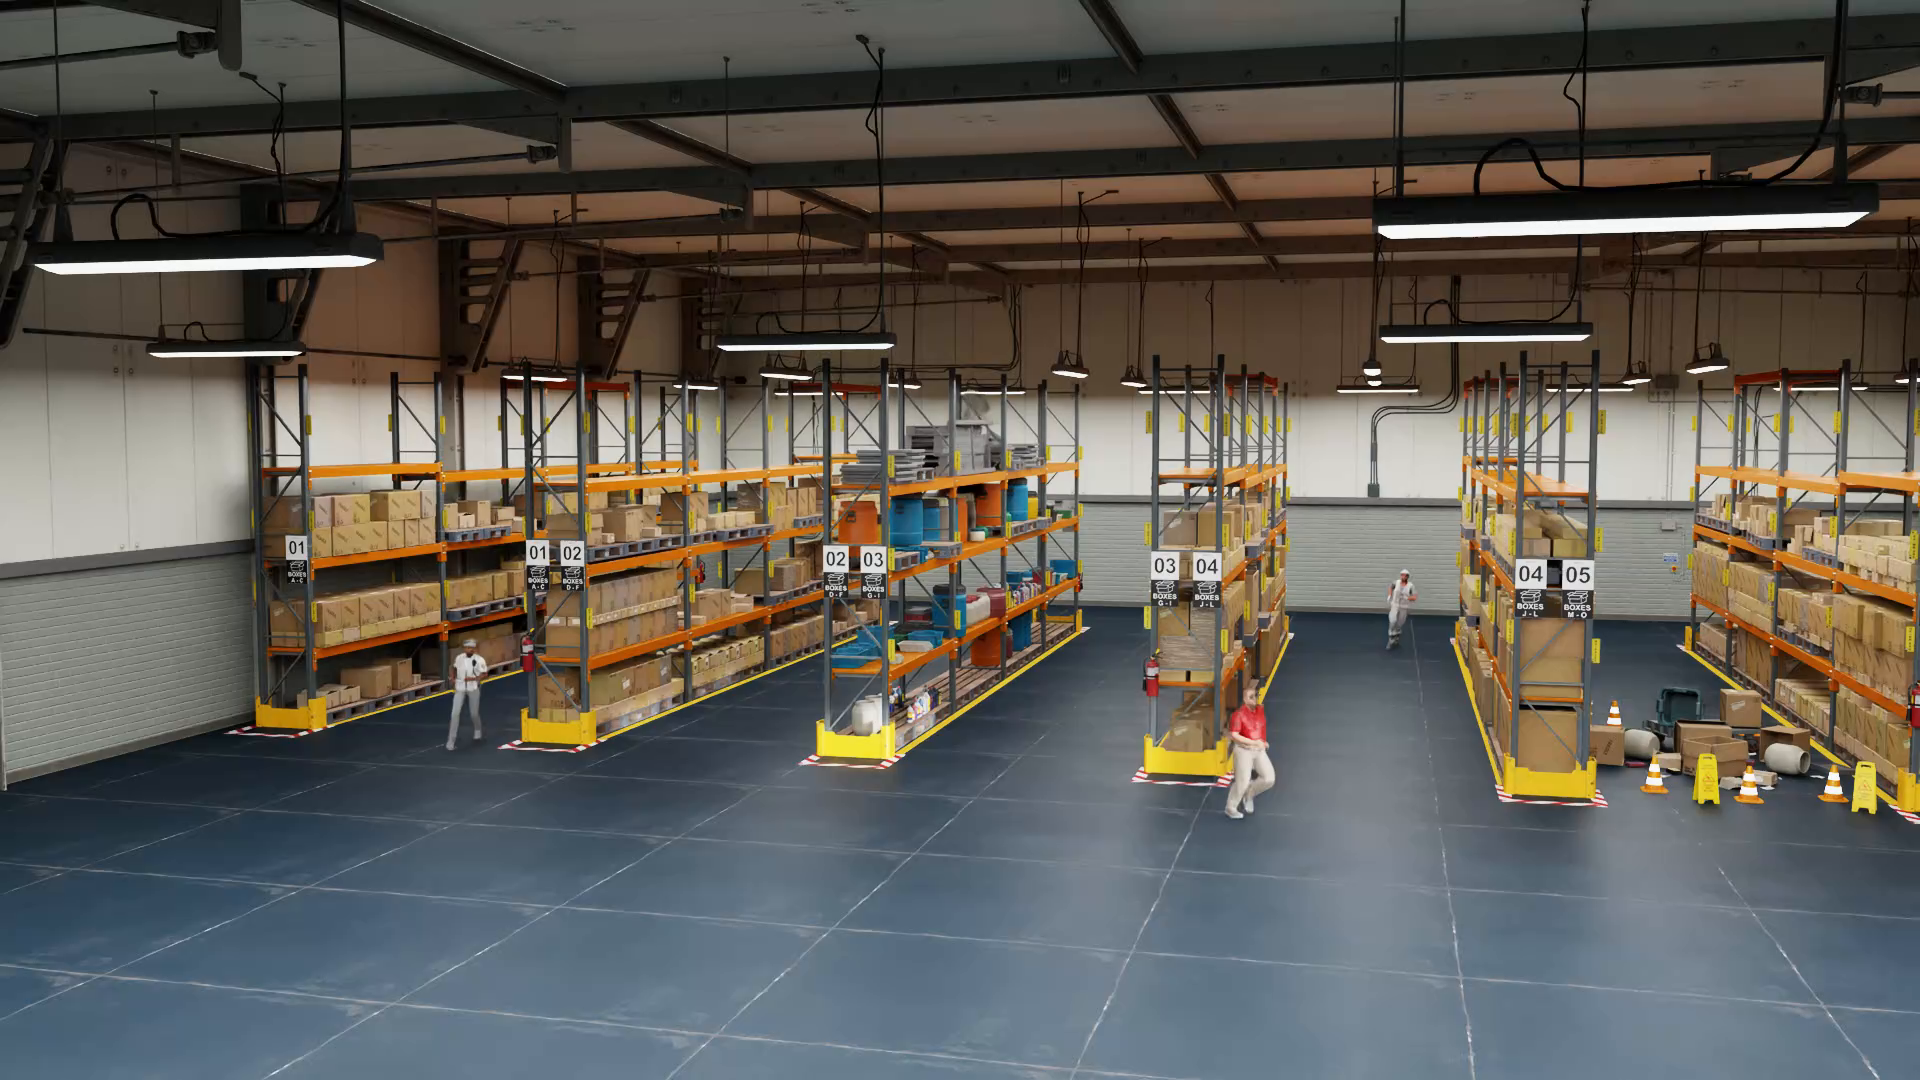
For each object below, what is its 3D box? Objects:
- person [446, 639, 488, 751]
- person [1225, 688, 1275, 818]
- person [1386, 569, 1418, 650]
[{"bbox_3d":[-7.681,2.374,26.004,0.592,1.692,0.909,0,4,-6],"label":"person"},{"bbox_3d":[3.696,2.703,21.022,0.687,1.681,0.769,-2,5,-30],"label":"person"},{"bbox_3d":[9.935,1.553,37.347,0.663,1.817,0.761,1,4,18],"label":"person"}]
